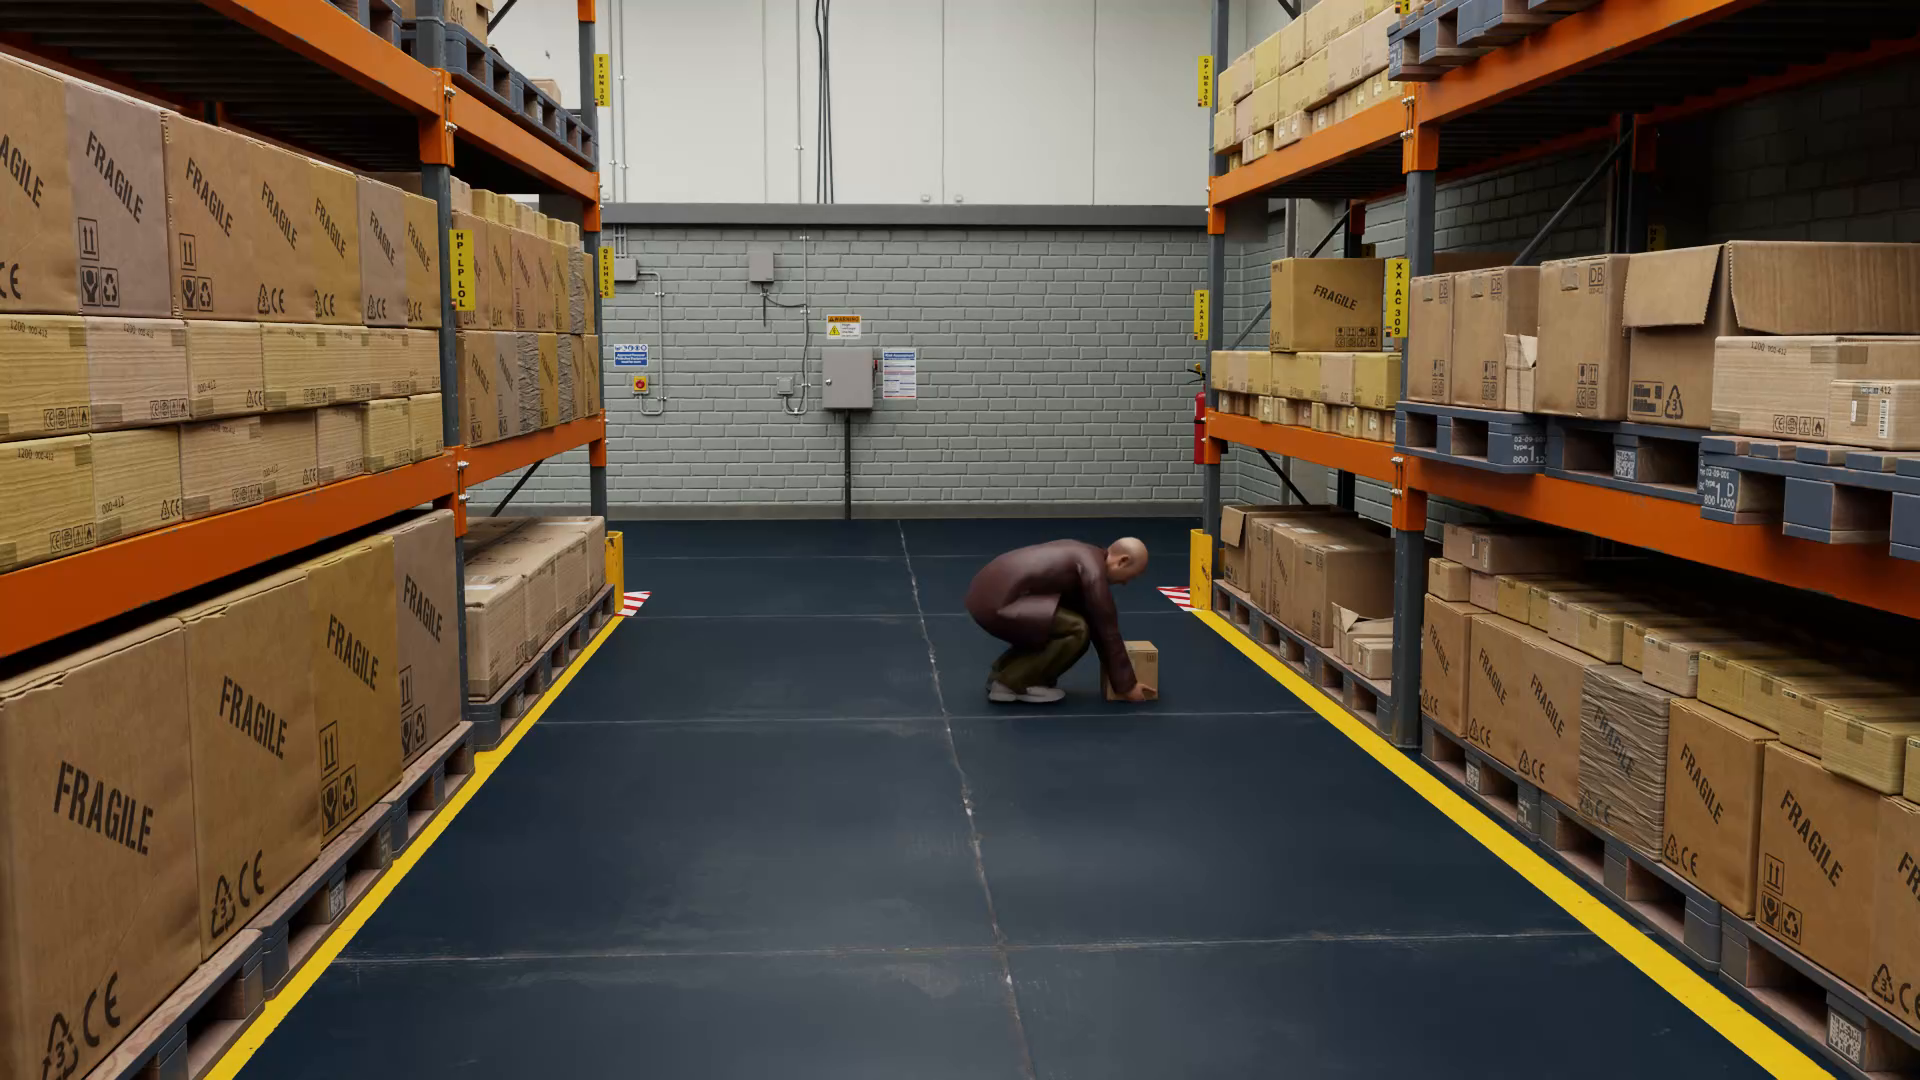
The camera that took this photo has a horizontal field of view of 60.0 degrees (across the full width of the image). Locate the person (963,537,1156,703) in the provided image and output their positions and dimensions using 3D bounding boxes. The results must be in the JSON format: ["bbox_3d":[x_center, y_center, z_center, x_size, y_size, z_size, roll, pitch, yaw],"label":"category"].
[{"bbox_3d":[0.489,0.411,8.243,0.941,0.816,0.577,-1,7,-5],"label":"person"}]
